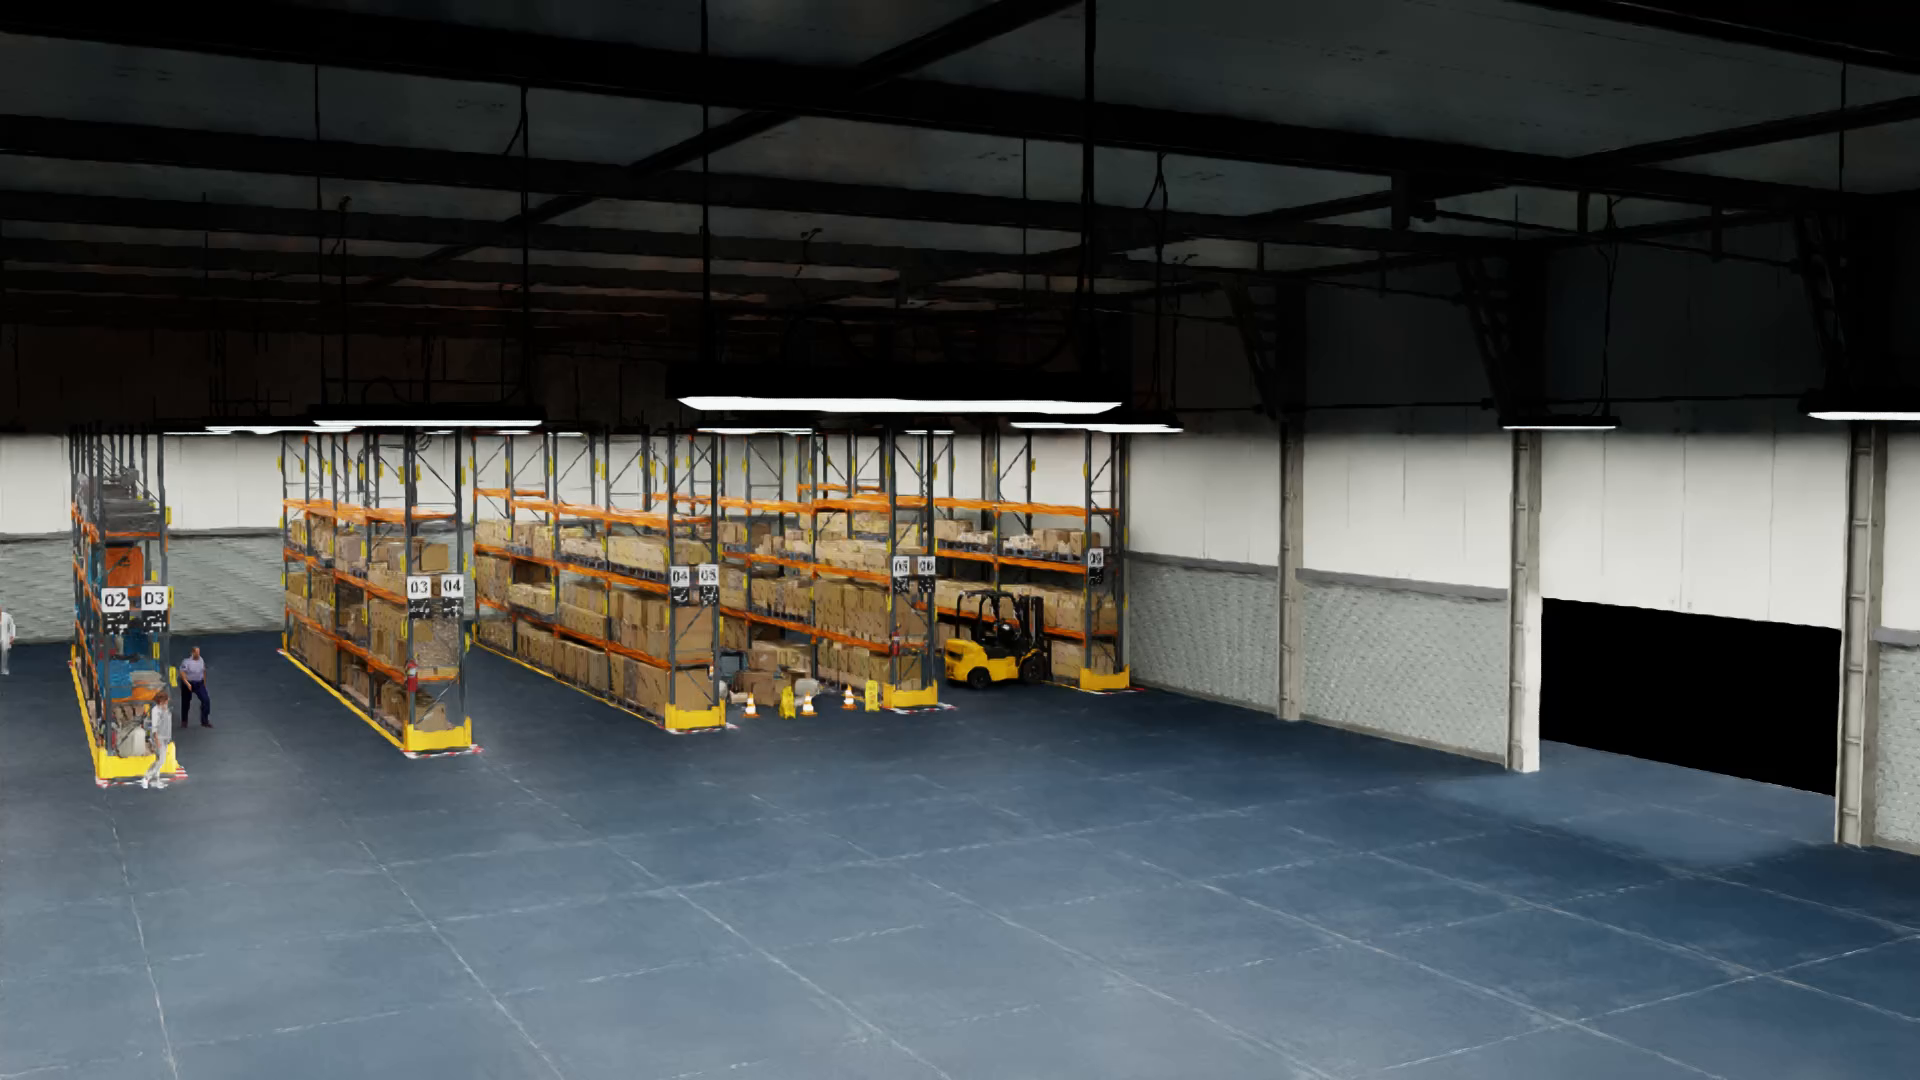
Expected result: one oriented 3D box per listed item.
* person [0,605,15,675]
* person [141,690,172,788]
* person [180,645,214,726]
[{"bbox_3d":[-23.154,2.389,40.026,0.729,1.733,0.544,-2,4,-31],"label":"person"},{"bbox_3d":[-13.060,3.248,27.018,0.420,1.588,0.565,0,4,1],"label":"person"},{"bbox_3d":[-15.156,2.879,32.902,0.678,1.615,0.608,3,5,40],"label":"person"}]
